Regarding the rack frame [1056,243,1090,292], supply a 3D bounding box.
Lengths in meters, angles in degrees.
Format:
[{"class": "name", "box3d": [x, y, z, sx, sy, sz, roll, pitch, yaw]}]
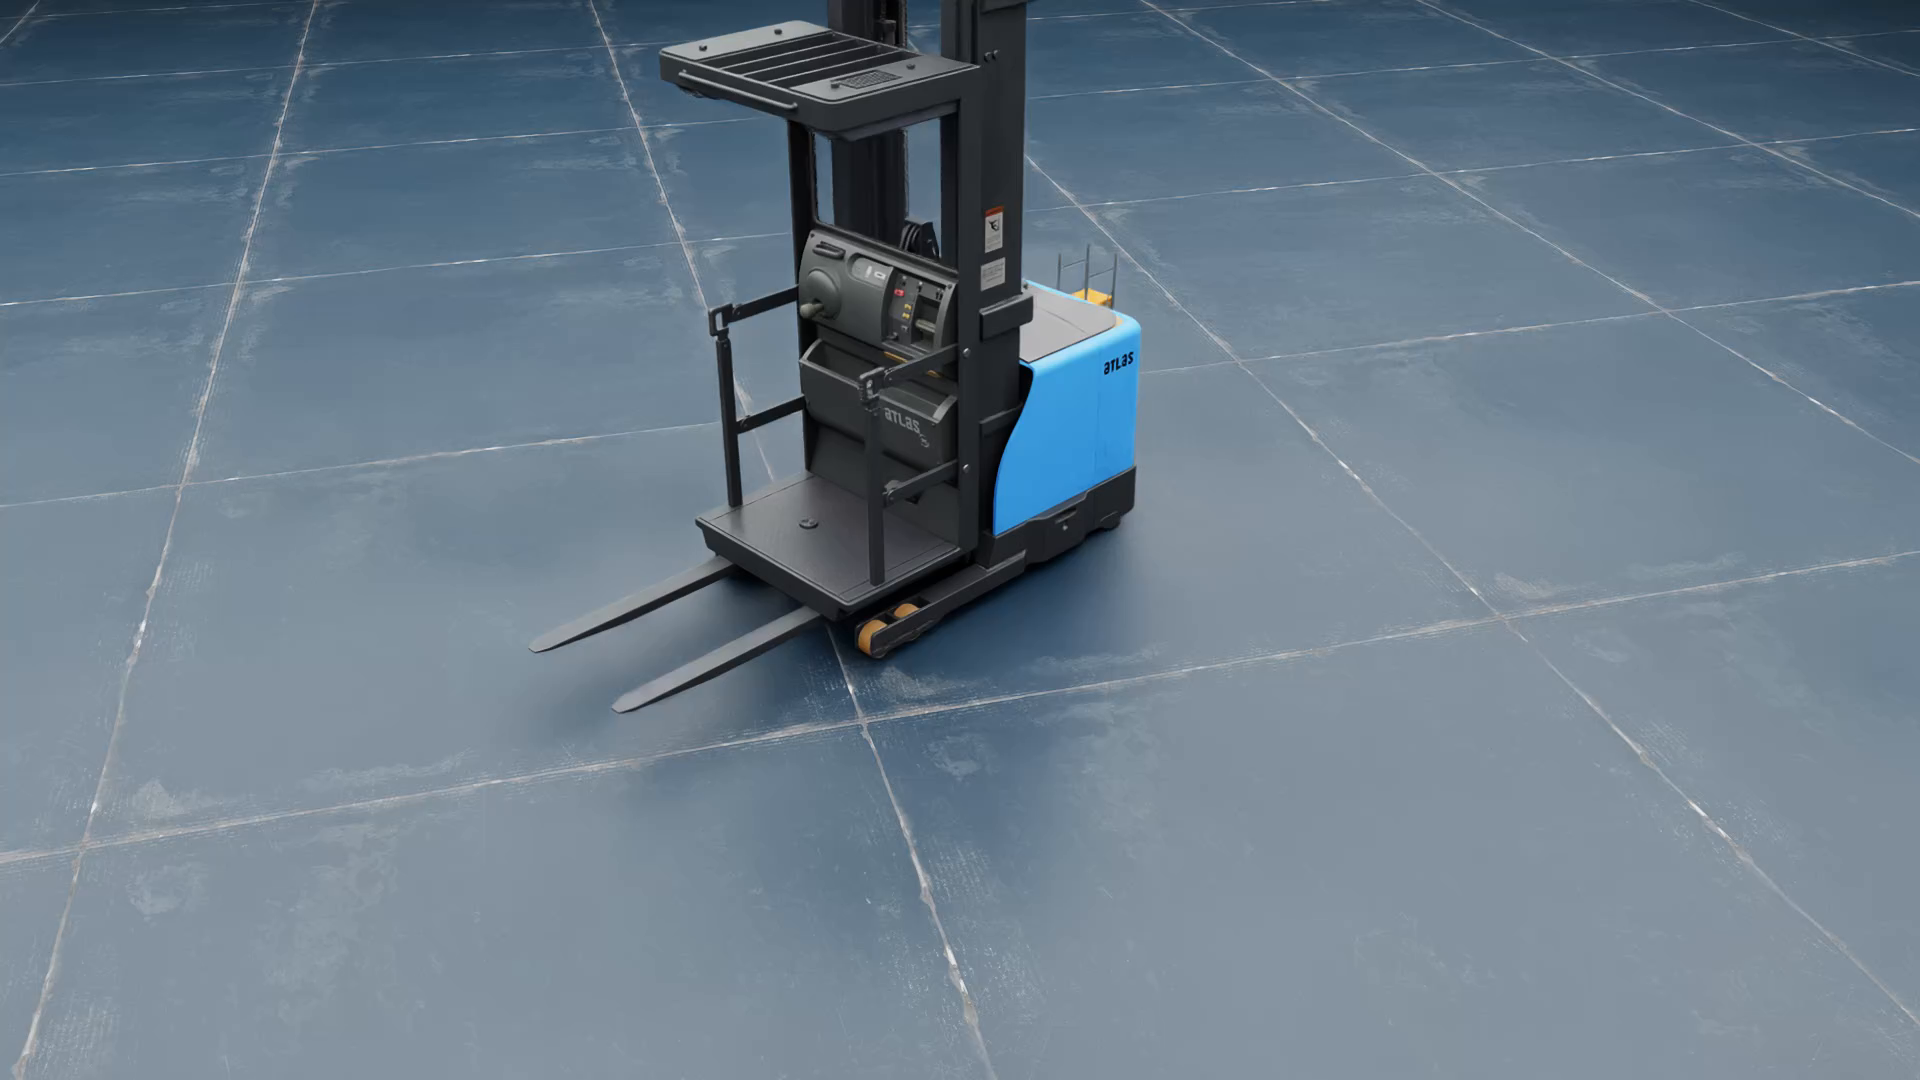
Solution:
[{"class": "rack frame", "box3d": [0.562, -0.944, 8.674, 0.006, 1.200, 0.240, 26, 37, 37]}]

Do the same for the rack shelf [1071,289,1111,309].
[{"class": "rack shelf", "box3d": [0.636, -1.189, 8.468, 0.180, 0.103, 0.258, 26, 37, 37]}]

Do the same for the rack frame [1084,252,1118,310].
[{"class": "rack frame", "box3d": [0.693, -0.880, 8.563, 0.006, 1.200, 0.240, 26, 37, 37]}]

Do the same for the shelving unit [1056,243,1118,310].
[{"class": "shelving unit", "box3d": [0.628, -0.912, 8.619, 0.189, 1.200, 0.258, 26, 37, 37]}]

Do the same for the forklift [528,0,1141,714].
[{"class": "forklift", "box3d": [-0.519, -1.039, 7.120, 3.031, 2.935, 1.130, -26, 39, -38]}]
